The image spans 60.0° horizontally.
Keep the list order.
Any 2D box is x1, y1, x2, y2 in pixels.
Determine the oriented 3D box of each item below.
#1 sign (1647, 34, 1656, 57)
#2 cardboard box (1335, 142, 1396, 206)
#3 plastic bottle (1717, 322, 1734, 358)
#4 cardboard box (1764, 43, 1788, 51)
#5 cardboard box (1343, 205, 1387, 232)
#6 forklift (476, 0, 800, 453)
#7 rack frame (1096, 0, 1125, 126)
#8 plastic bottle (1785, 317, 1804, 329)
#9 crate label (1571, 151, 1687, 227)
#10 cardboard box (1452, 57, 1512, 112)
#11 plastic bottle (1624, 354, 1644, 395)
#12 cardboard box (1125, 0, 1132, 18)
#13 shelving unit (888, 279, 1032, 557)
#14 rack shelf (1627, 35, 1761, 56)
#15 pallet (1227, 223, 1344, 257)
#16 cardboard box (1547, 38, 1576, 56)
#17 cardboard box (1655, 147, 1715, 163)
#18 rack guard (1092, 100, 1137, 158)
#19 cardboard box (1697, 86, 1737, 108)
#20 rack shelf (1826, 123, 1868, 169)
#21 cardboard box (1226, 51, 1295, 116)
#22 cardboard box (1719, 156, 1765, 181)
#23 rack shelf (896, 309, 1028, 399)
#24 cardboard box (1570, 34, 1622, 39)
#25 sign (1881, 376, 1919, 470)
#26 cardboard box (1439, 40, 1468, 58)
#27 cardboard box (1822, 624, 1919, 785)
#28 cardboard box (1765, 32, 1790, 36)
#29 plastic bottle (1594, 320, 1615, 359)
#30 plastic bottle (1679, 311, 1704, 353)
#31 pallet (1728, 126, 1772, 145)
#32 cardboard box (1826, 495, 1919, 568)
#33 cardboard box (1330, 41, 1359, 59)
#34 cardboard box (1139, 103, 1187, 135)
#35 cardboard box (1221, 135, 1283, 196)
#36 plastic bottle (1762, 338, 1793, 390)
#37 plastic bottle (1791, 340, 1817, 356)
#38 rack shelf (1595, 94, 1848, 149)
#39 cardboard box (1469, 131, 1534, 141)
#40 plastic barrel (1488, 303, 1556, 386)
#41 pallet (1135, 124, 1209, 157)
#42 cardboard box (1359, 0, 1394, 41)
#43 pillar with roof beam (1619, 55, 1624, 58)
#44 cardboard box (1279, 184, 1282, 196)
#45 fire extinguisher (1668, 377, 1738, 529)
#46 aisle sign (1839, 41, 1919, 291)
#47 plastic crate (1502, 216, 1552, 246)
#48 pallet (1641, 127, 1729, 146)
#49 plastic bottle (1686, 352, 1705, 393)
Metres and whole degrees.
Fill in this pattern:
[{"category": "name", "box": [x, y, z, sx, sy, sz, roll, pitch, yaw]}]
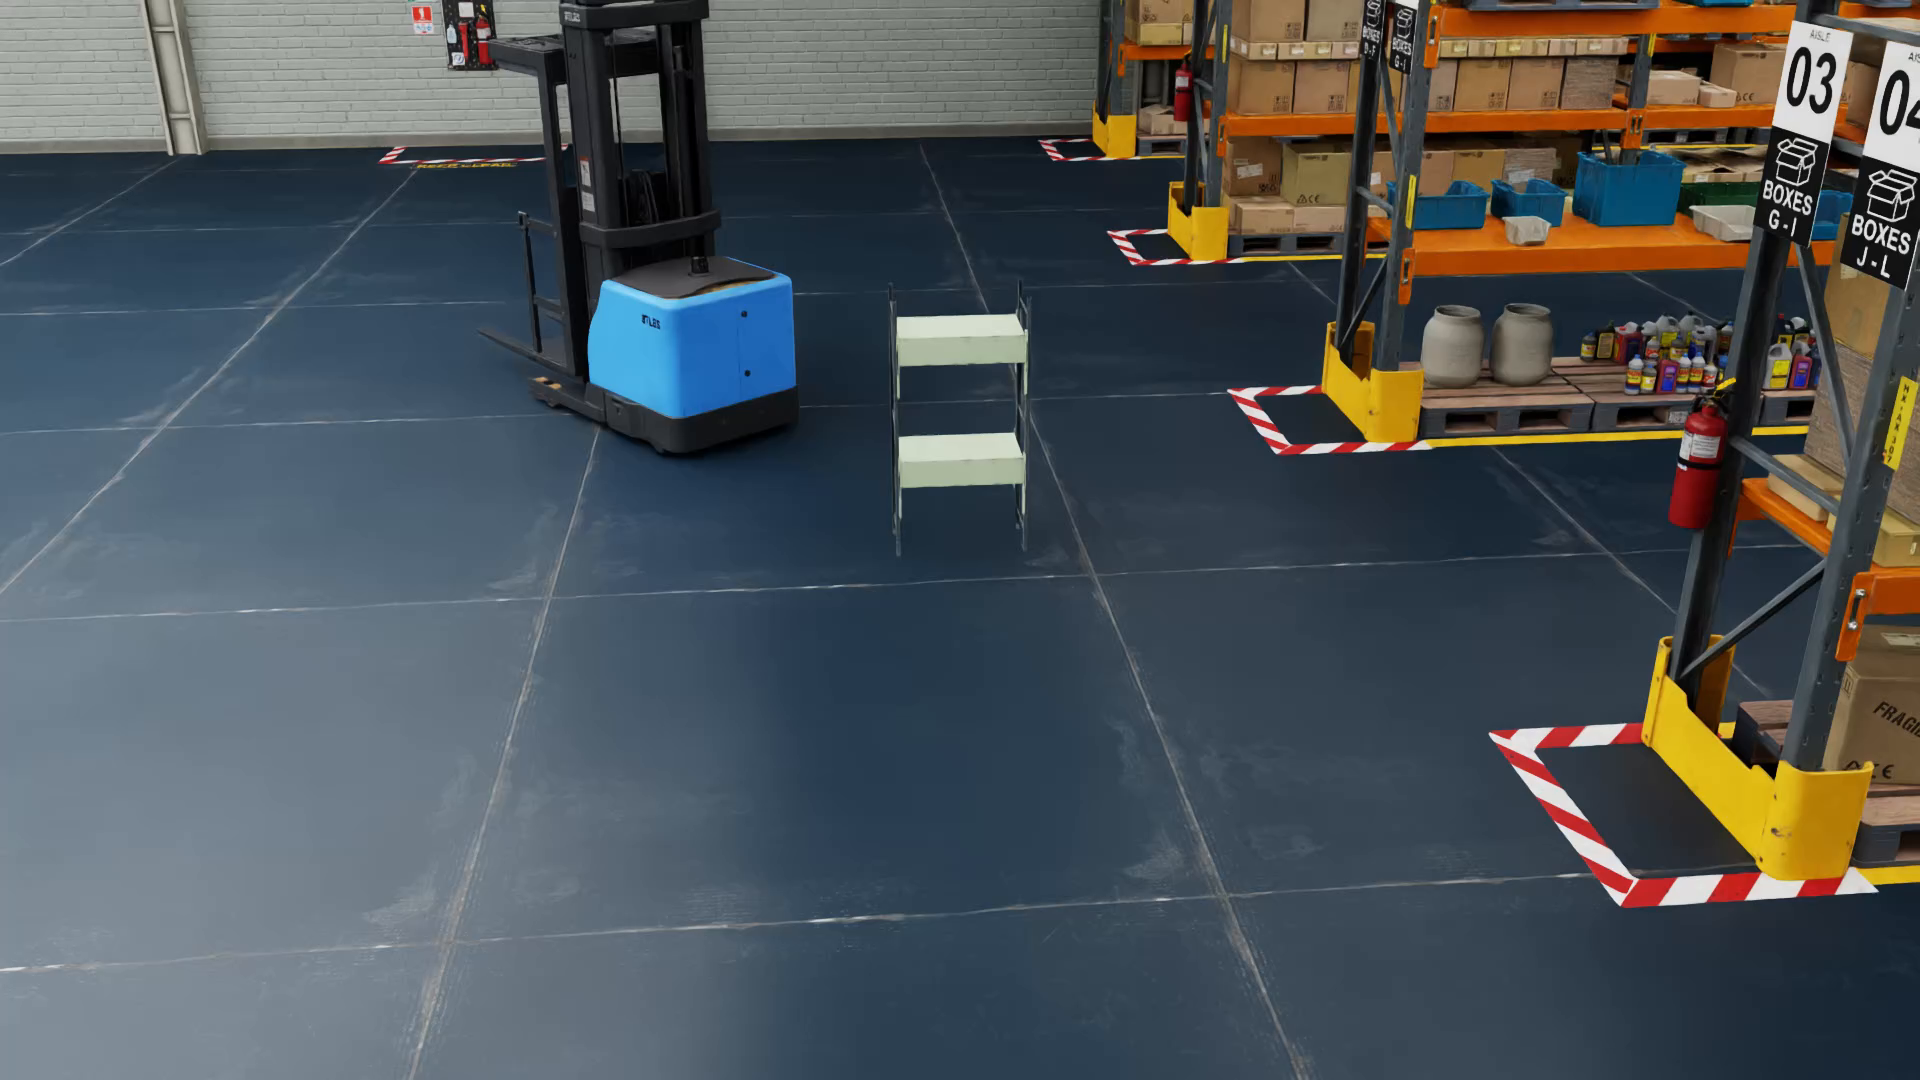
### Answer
[{"category": "sign", "box": [6.361, -4.612, 15.269, 0.005, 0.325, 0.100, -2, 24, -5]}, {"category": "cardboard box", "box": [3.874, -3.500, 15.877, 0.500, 0.500, 0.500, -2, 24, -5]}, {"category": "plastic bottle", "box": [5.614, -1.463, 12.166, 0.097, 0.271, 0.097, 0, 24, 0]}, {"category": "cardboard box", "box": [8.094, -4.515, 16.092, 0.500, 0.500, 0.500, -2, 24, -5]}, {"category": "cardboard box", "box": [3.875, -3.153, 16.018, 0.500, 0.250, 0.500, -2, 24, -5]}, {"category": "forklift", "box": [-2.476, -2.418, 11.581, 1.130, 2.935, 3.031, -21, 31, -39]}, {"category": "rack frame", "box": [1.834, -6.247, 20.111, 0.127, 3.000, 1.000, -2, 24, -5]}, {"category": "plastic bottle", "box": [6.109, -1.499, 12.241, 0.135, 0.276, 0.152, -1, 24, -3]}, {"category": "crate label", "box": [4.613, -2.441, 11.506, 0.616, 0.435, 0.502, -2, 24, -5]}, {"category": "cardboard box", "box": [4.841, -4.388, 15.805, 0.500, 0.500, 0.700, -2, 24, -4]}, {"category": "plastic bottle", "box": [4.643, -1.143, 11.446, 0.097, 0.271, 0.097, 0, 24, 0]}, {"category": "cardboard box", "box": [2.282, -6.635, 20.221, 0.500, 0.500, 0.500, -3, 24, -6]}, {"category": "shelving unit", "box": [-0.007, -0.685, 9.445, 0.755, 1.500, 0.431, -2, 24, -5]}, {"category": "rack shelf", "box": [7.805, -6.158, 20.796, 4.000, 0.370, 1.077, -2, 24, -5]}, {"category": "pallet", "box": [3.082, -3.018, 16.280, 1.213, 0.211, 1.003, -2, 24, -5]}, {"category": "cardboard box", "box": [5.549, -4.628, 15.548, 0.250, 0.149, 0.380, -3, 24, -7]}, {"category": "cardboard box", "box": [7.197, -3.751, 16.675, 0.500, 0.311, 0.500, -2, 24, -4]}, {"category": "rack guard", "box": [1.910, -5.107, 20.626, 0.348, 0.500, 1.175, -2, 24, -5]}, {"category": "cardboard box", "box": [7.207, -4.242, 15.910, 0.250, 0.149, 0.380, -2, 24, -5]}, {"category": "rack shelf", "box": [5.285, -1.362, 6.314, 4.000, 0.370, 1.077, -2, 24, -5]}, {"category": "cardboard box", "box": [2.791, -4.304, 15.617, 0.500, 0.500, 0.700, -2, 24, -5]}, {"category": "cardboard box", "box": [7.755, -3.551, 16.223, 0.500, 0.311, 0.500, -3, 24, -7]}, {"category": "rack shelf", "box": [-0.007, -1.042, 9.286, 0.720, 0.370, 0.431, -2, 24, -5]}, {"category": "cardboard box", "box": [5.864, -5.023, 15.636, 0.500, 0.500, 0.700, -2, 24, -5]}, {"category": "sign", "box": [3.348, -0.417, 5.928, 0.005, 0.325, 0.100, -2, 24, -5]}, {"category": "cardboard box", "box": [4.528, -4.587, 15.455, 0.250, 0.149, 0.380, -2, 24, -3]}, {"category": "cardboard box", "box": [3.918, 0.692, 7.061, 0.500, 0.500, 0.500, 2, 24, 5]}, {"category": "cardboard box", "box": [10.146, -6.380, 20.695, 0.250, 0.149, 0.380, -3, 24, -6]}, {"category": "plastic bottle", "box": [4.707, -1.465, 12.155, 0.133, 0.283, 0.061, -2, 24, -4]}, {"category": "plastic bottle", "box": [5.334, -1.504, 12.159, 0.185, 0.351, 0.144, -2, 24, -6]}, {"category": "pallet", "box": [10.587, -5.293, 21.398, 1.213, 0.211, 1.003, -2, 24, -5]}, {"category": "cardboard box", "box": [3.602, -0.041, 6.457, 0.250, 0.149, 0.380, -2, 24, -5]}, {"category": "cardboard box", "box": [3.499, -4.546, 15.362, 0.250, 0.149, 0.380, -3, 24, -6]}, {"category": "cardboard box", "box": [2.532, -5.210, 20.548, 0.500, 0.311, 0.500, -5, 24, -11]}, {"category": "cardboard box", "box": [2.829, -3.664, 16.246, 0.500, 0.500, 0.500, -2, 24, -5]}, {"category": "plastic bottle", "box": [5.664, -1.230, 11.543, 0.185, 0.351, 0.144, -2, 24, -5]}, {"category": "plastic bottle", "box": [5.945, -1.267, 11.720, 0.135, 0.276, 0.152, -2, 24, -5]}, {"category": "rack shelf", "box": [8.296, -4.155, 16.292, 4.000, 0.370, 1.077, -2, 24, -5]}, {"category": "cardboard box", "box": [5.316, -3.767, 16.478, 0.500, 0.500, 0.500, -2, 24, -5]}, {"category": "plastic barrel", "box": [3.954, -1.375, 11.695, 0.421, 0.512, 0.421, 0, 24, 0]}, {"category": "pallet", "box": [2.722, -4.994, 20.725, 1.213, 0.211, 1.003, -2, 24, -5]}, {"category": "cardboard box", "box": [3.868, -4.942, 15.456, 0.500, 0.500, 0.700, -2, 24, -5]}, {"category": "pillar with roof beam", "box": [8.840, -7.865, 16.366, 0.400, 9.000, 9.100, -2, 24, -5]}, {"category": "cardboard box", "box": [3.326, -3.346, 16.452, 0.500, 0.250, 0.500, -2, 24, -5]}, {"category": "fire extinguisher", "box": [3.135, -0.387, 7.022, 0.183, 0.674, 0.296, -2, 24, -5]}, {"category": "aisle sign", "box": [3.263, -1.305, 5.791, 0.004, 0.787, 0.394, -2, 24, -5]}, {"category": "plastic crate", "box": [3.730, -2.027, 10.943, 0.250, 0.136, 0.298, -2, 24, -5]}, {"category": "pallet", "box": [9.018, -5.261, 21.327, 1.213, 0.211, 1.003, -2, 24, -5]}, {"category": "plastic bottle", "box": [5.083, -1.161, 11.486, 0.097, 0.271, 0.097, 0, 24, 0]}]
